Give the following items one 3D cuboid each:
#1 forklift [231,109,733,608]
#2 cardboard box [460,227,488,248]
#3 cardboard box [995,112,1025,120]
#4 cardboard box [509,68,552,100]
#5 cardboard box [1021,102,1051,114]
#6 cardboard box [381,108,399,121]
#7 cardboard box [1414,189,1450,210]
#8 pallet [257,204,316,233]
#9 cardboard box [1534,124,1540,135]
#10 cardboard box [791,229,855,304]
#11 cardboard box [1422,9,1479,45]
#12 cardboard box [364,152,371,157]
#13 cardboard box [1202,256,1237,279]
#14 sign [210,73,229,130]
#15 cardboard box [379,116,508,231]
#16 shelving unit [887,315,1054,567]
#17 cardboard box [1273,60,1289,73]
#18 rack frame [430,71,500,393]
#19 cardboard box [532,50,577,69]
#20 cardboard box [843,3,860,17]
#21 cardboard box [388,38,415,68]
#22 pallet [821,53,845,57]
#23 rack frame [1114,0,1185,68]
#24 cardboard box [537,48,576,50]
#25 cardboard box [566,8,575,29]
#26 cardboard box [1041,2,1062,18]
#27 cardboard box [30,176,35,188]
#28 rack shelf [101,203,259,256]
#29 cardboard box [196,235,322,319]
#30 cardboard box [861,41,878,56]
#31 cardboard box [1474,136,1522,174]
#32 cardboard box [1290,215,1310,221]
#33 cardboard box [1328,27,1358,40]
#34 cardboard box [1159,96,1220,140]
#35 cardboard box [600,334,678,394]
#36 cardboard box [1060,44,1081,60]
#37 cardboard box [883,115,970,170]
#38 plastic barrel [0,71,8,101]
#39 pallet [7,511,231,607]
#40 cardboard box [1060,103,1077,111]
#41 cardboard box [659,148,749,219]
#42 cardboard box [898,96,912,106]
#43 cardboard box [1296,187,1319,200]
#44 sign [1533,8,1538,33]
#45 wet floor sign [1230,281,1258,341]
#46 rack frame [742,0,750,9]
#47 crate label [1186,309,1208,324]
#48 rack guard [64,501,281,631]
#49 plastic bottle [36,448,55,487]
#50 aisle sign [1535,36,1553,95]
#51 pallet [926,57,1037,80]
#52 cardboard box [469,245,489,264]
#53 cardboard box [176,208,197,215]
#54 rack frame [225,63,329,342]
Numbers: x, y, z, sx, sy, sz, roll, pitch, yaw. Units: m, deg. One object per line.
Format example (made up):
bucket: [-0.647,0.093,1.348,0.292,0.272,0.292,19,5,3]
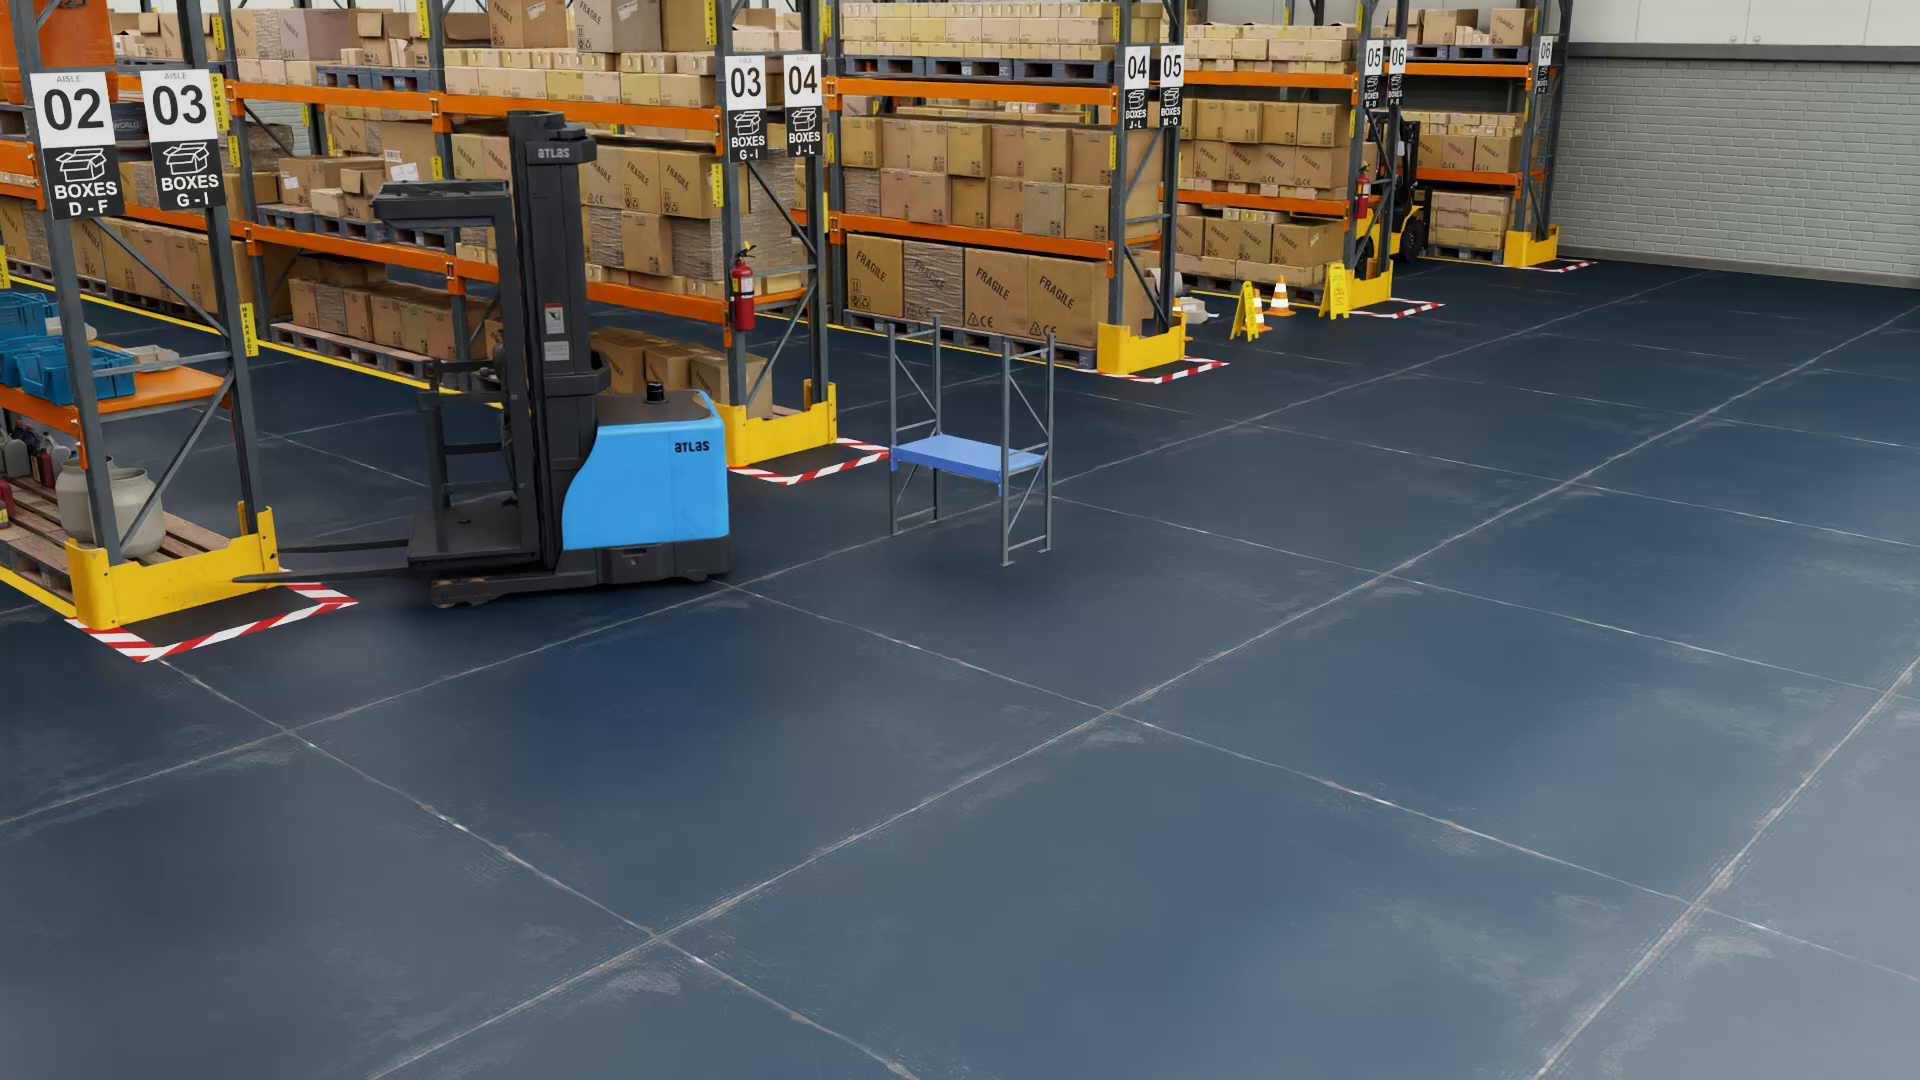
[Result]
forklift: [-3.050,-1.152,10.397,3.031,2.935,1.130,-5,18,-15]
cardboard box: [-4.188,-3.053,15.615,0.500,0.500,0.875,15,23,39]
cardboard box: [0.843,-5.844,23.717,0.500,0.500,0.500,16,24,41]
cardboard box: [-3.553,-3.970,14.453,0.500,0.250,0.500,14,22,37]
cardboard box: [1.076,-6.086,23.405,0.250,0.149,0.380,14,22,38]
cardboard box: [-8.393,-6.584,25.088,0.500,0.500,0.500,16,23,41]
cardboard box: [7.057,-5.119,24.980,0.500,0.250,0.500,15,23,40]
pallet: [-6.871,-3.560,18.189,1.003,0.211,1.213,15,23,39]
cardboard box: [8.297,-6.014,24.365,0.250,0.149,0.380,14,23,38]
cardboard box: [-1.639,-3.302,20.081,0.750,0.750,1.050,15,23,39]
cardboard box: [7.186,-7.518,24.357,0.500,0.500,0.700,15,23,40]
cardboard box: [-9.045,-5.975,25.896,0.250,0.149,0.380,14,23,38]
cardboard box: [3.526,-3.607,21.871,0.500,0.250,0.500,14,22,37]
sign: [-4.411,-2.602,9.877,0.005,0.325,0.100,15,23,39]
cardboard box: [-4.984,-3.645,16.452,1.000,1.000,1.000,15,23,40]
shelving unit: [0.064,-0.698,11.331,1.048,1.500,0.538,15,23,39]
cardboard box: [4.105,-5.895,20.683,0.250,0.149,0.380,15,23,40]
rack frame: [-4.483,-2.968,16.004,0.127,3.000,1.000,15,23,39]
cardboard box: [-3.444,-4.128,14.289,0.250,0.149,0.380,14,23,38]
cardboard box: [-1.069,-5.857,18.388,0.250,0.149,0.380,15,23,40]
cardboard box: [-5.253,-4.700,16.030,0.258,0.266,0.396,16,24,41]
pallet: [-1.414,-7.470,25.544,1.003,0.211,1.213,16,24,42]
rack frame: [1.877,-6.126,16.038,0.127,3.000,1.000,15,23,39]
cardboard box: [-3.664,-4.411,15.182,0.250,0.149,0.380,14,22,37]
cardboard box: [-4.976,-6.837,21.807,0.258,0.266,0.396,15,23,39]
cardboard box: [1.022,-5.297,16.623,0.250,0.149,0.380,16,23,40]
cardboard box: [-12.063,-4.751,22.037,0.250,0.149,0.380,16,23,40]
rack shelf: [-8.971,-3.829,19.909,4.000,0.370,1.077,15,23,39]
cardboard box: [-7.977,-3.102,19.244,0.875,0.875,1.225,14,22,37]
cardboard box: [-0.874,-5.426,18.346,0.250,0.149,0.380,15,23,39]
cardboard box: [7.836,-5.617,24.188,0.500,0.500,0.500,14,23,38]
cardboard box: [4.255,-3.987,21.827,0.500,0.500,0.500,14,22,37]
cardboard box: [4.638,-6.098,20.005,0.250,0.149,0.380,15,23,40]
cardboard box: [3.005,-5.524,21.749,0.500,0.500,0.700,14,23,38]
cardboard box: [-2.873,-1.545,14.958,0.500,0.500,0.500,-16,23,-41]
cardboard box: [1.215,-4.865,16.580,0.250,0.149,0.380,15,23,40]
cardboard box: [-0.374,-4.490,18.767,0.550,0.550,0.875,15,23,39]
plastic barrel: [-5.716,-2.964,10.027,0.600,0.588,0.600,0,18,0]
pallet: [-5.471,0.116,10.896,1.213,0.211,1.003,15,23,39]
cardboard box: [2.114,-7.523,29.499,0.500,0.500,0.500,16,24,42]
cardboard box: [-2.067,-2.885,13.434,0.500,0.500,0.500,15,23,39]
cardboard box: [-1.104,-6.692,25.919,0.500,0.500,0.500,14,22,37]
cardboard box: [4.402,-4.339,20.741,0.250,0.149,0.380,15,23,39]
sign: [8.008,-7.224,23.125,0.005,0.325,0.100,15,23,39]
wet floor sign: [3.212,-2.586,18.695,0.232,0.644,0.267,11,20,30]
rack frame: [-3.889,-9.676,27.223,0.127,3.000,1.000,15,23,39]
crate label: [2.797,-2.661,19.770,0.298,0.136,0.250,4,18,11]
rack guard: [-4.867,0.143,10.335,0.348,0.500,1.175,15,23,39]
plastic bottle: [-6.664,-0.537,12.108,0.133,0.283,0.061,15,23,39]
aisle sign: [8.233,-6.690,23.435,0.004,0.787,0.394,15,23,39]
pallet: [0.398,-5.045,17.739,1.213,0.211,1.003,15,23,39]
cardboard box: [-4.344,-2.684,15.524,0.250,0.149,0.380,15,23,39]
cardboard box: [-8.768,-4.066,19.301,0.500,0.500,0.500,14,22,38]
rack frame: [-7.475,-3.771,18.535,0.127,3.000,1.000,15,23,39]
